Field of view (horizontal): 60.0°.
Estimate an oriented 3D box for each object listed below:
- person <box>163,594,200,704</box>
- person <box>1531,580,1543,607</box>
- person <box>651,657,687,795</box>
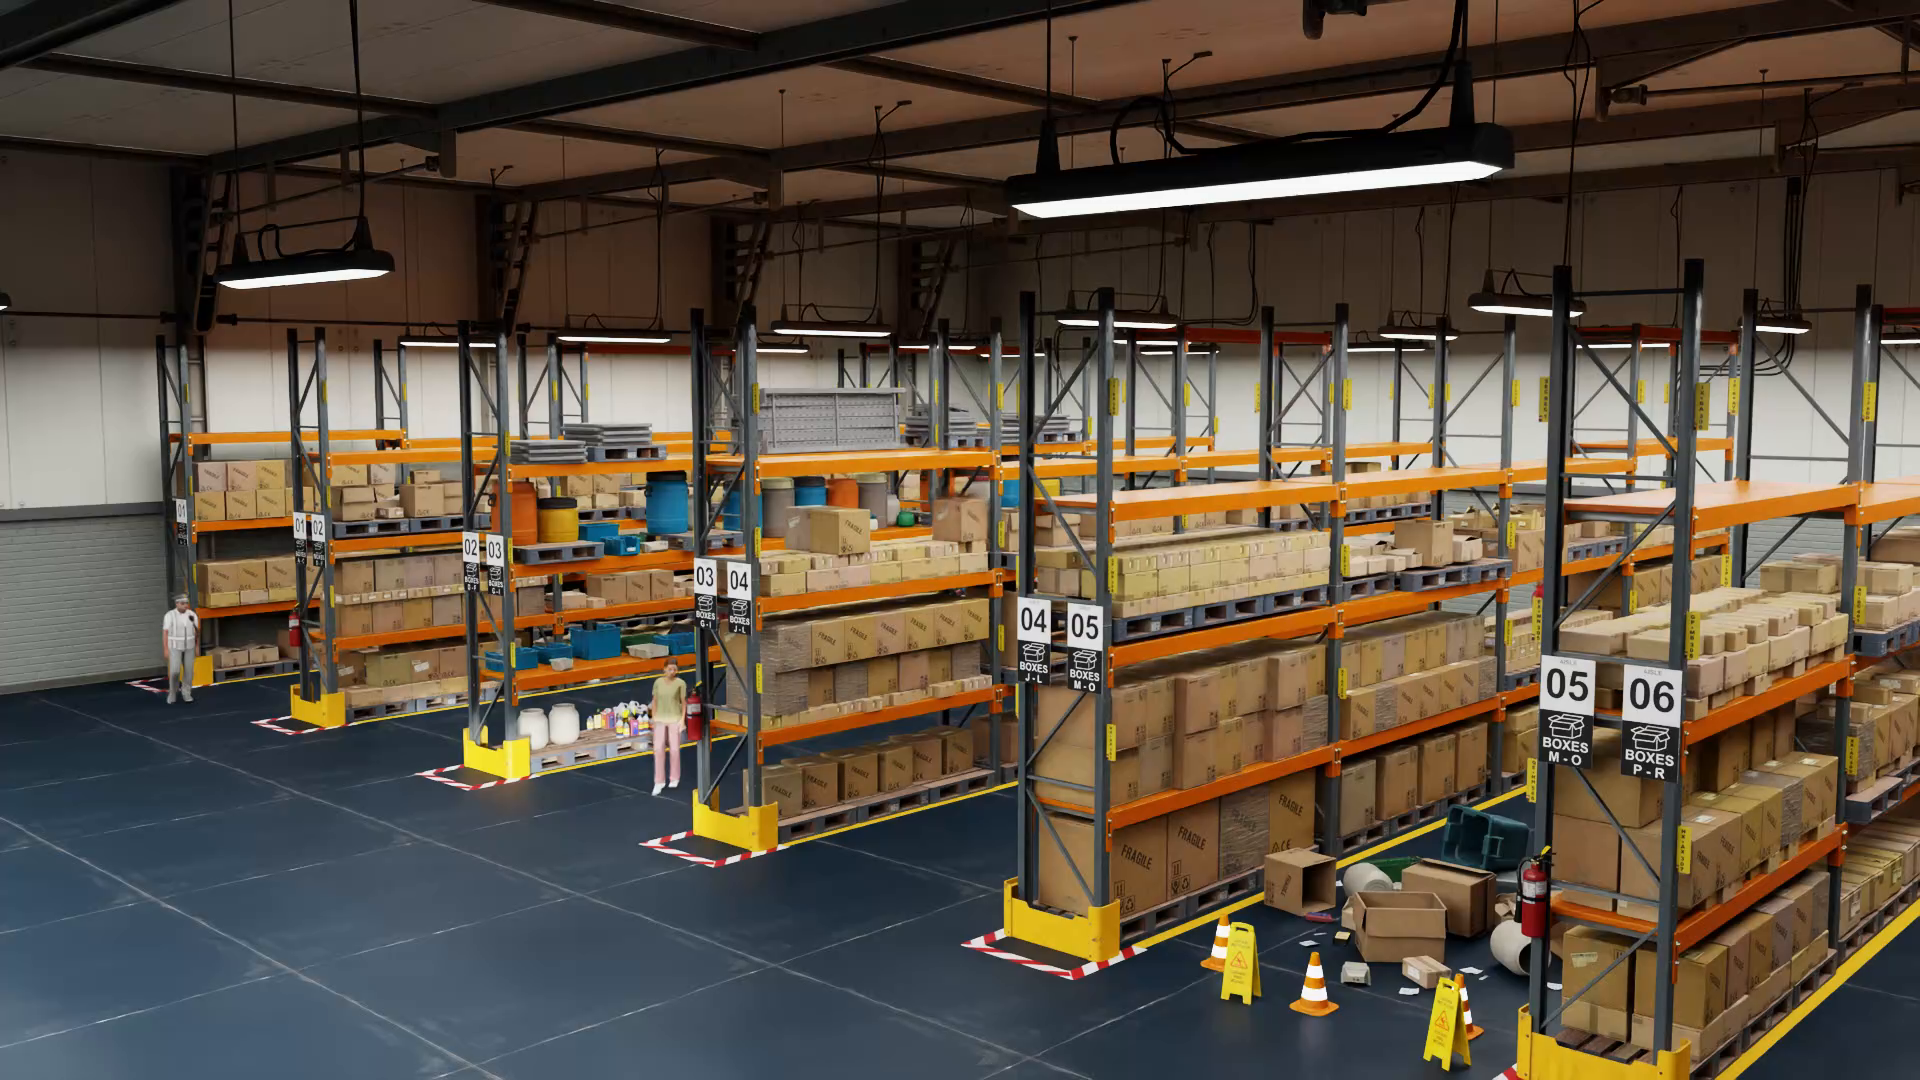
[{"bbox_3d":[-12.592,1.755,26.912,0.439,1.788,0.571,5,8,45],"label":"person"},{"bbox_3d":[10.835,1.423,30.791,0.986,1.683,0.503,4,7,35],"label":"person"},{"bbox_3d":[-3.712,2.365,21.169,0.470,1.720,0.591,0,5,-3],"label":"person"}]
